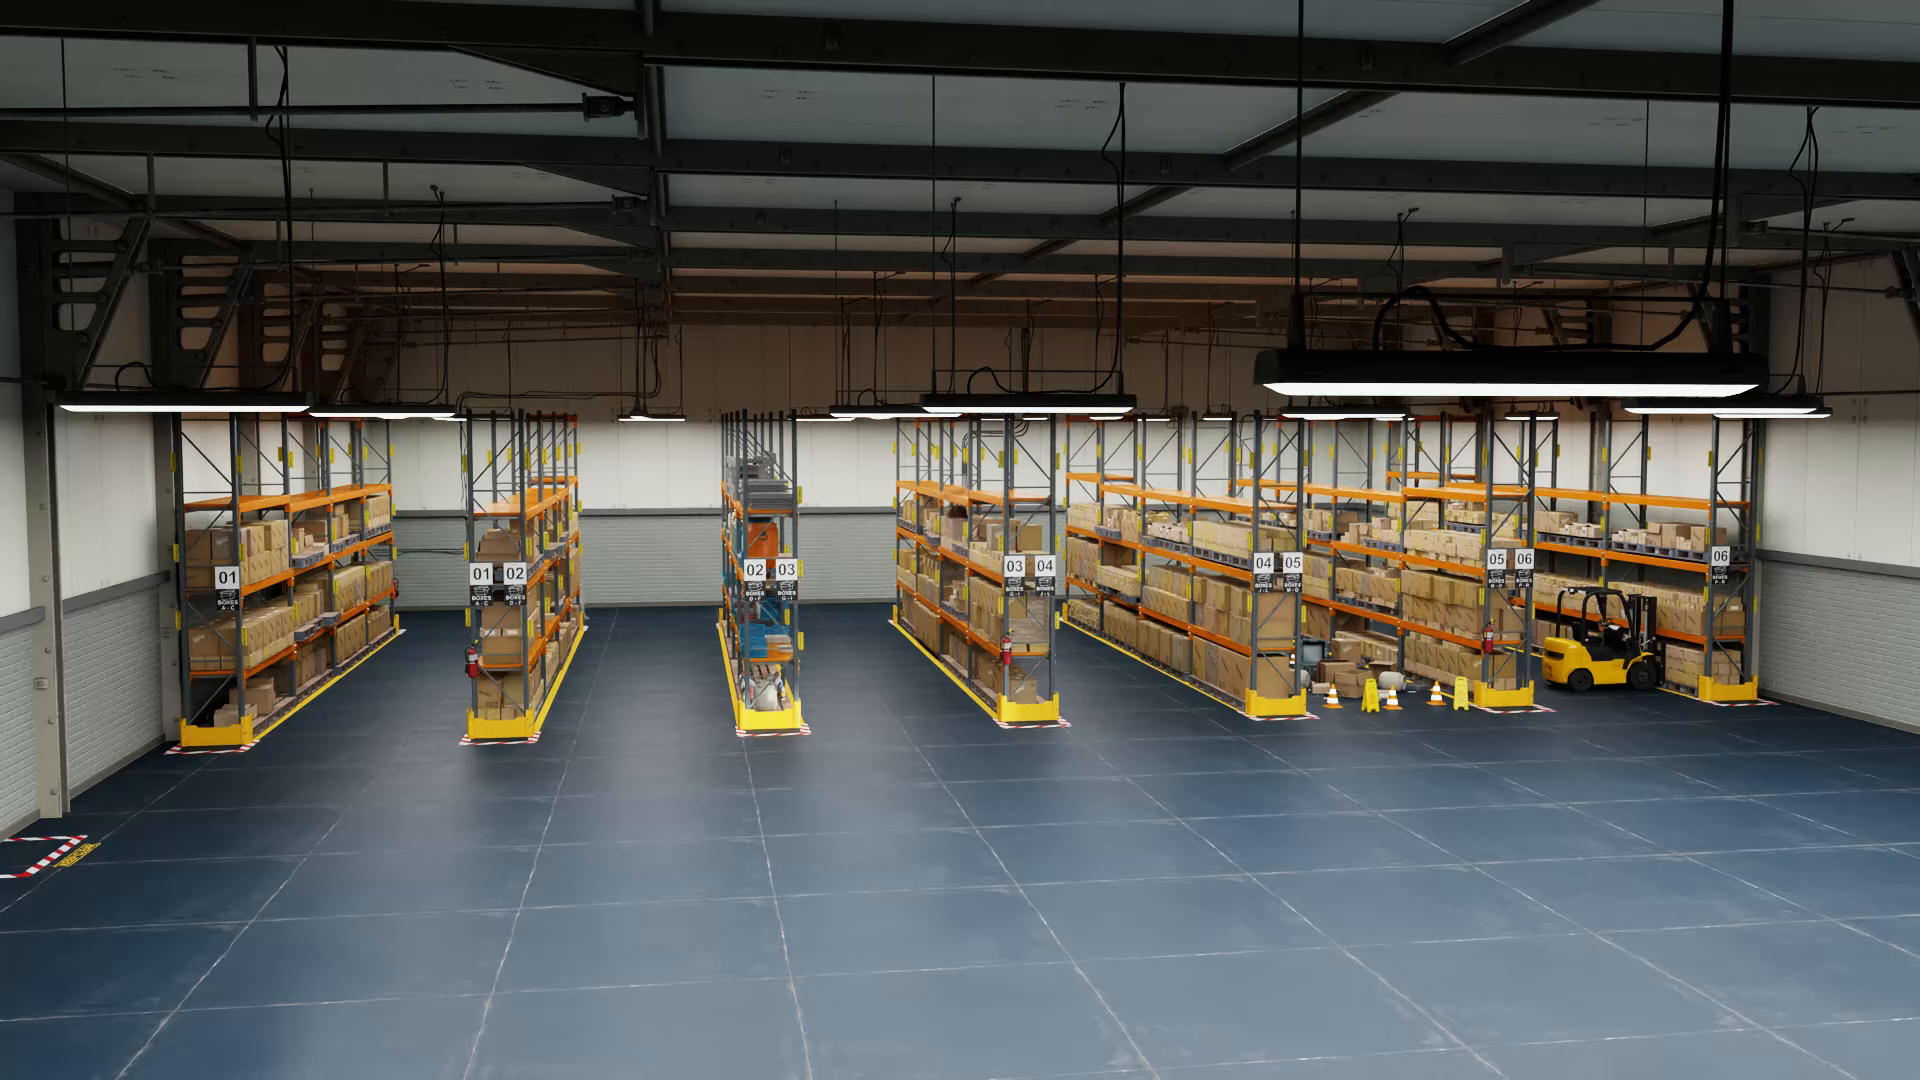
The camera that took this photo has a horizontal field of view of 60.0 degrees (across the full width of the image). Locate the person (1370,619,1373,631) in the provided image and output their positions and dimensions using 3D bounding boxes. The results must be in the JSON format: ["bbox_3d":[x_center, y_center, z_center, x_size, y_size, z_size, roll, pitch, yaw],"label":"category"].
[{"bbox_3d":[10.975,1.708,45.044,0.460,1.772,0.597,1,4,11],"label":"person"}]

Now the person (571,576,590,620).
[{"bbox_3d":[-11.211,1.501,48.529,0.526,1.620,0.993,-3,5,-40],"label":"person"}]
